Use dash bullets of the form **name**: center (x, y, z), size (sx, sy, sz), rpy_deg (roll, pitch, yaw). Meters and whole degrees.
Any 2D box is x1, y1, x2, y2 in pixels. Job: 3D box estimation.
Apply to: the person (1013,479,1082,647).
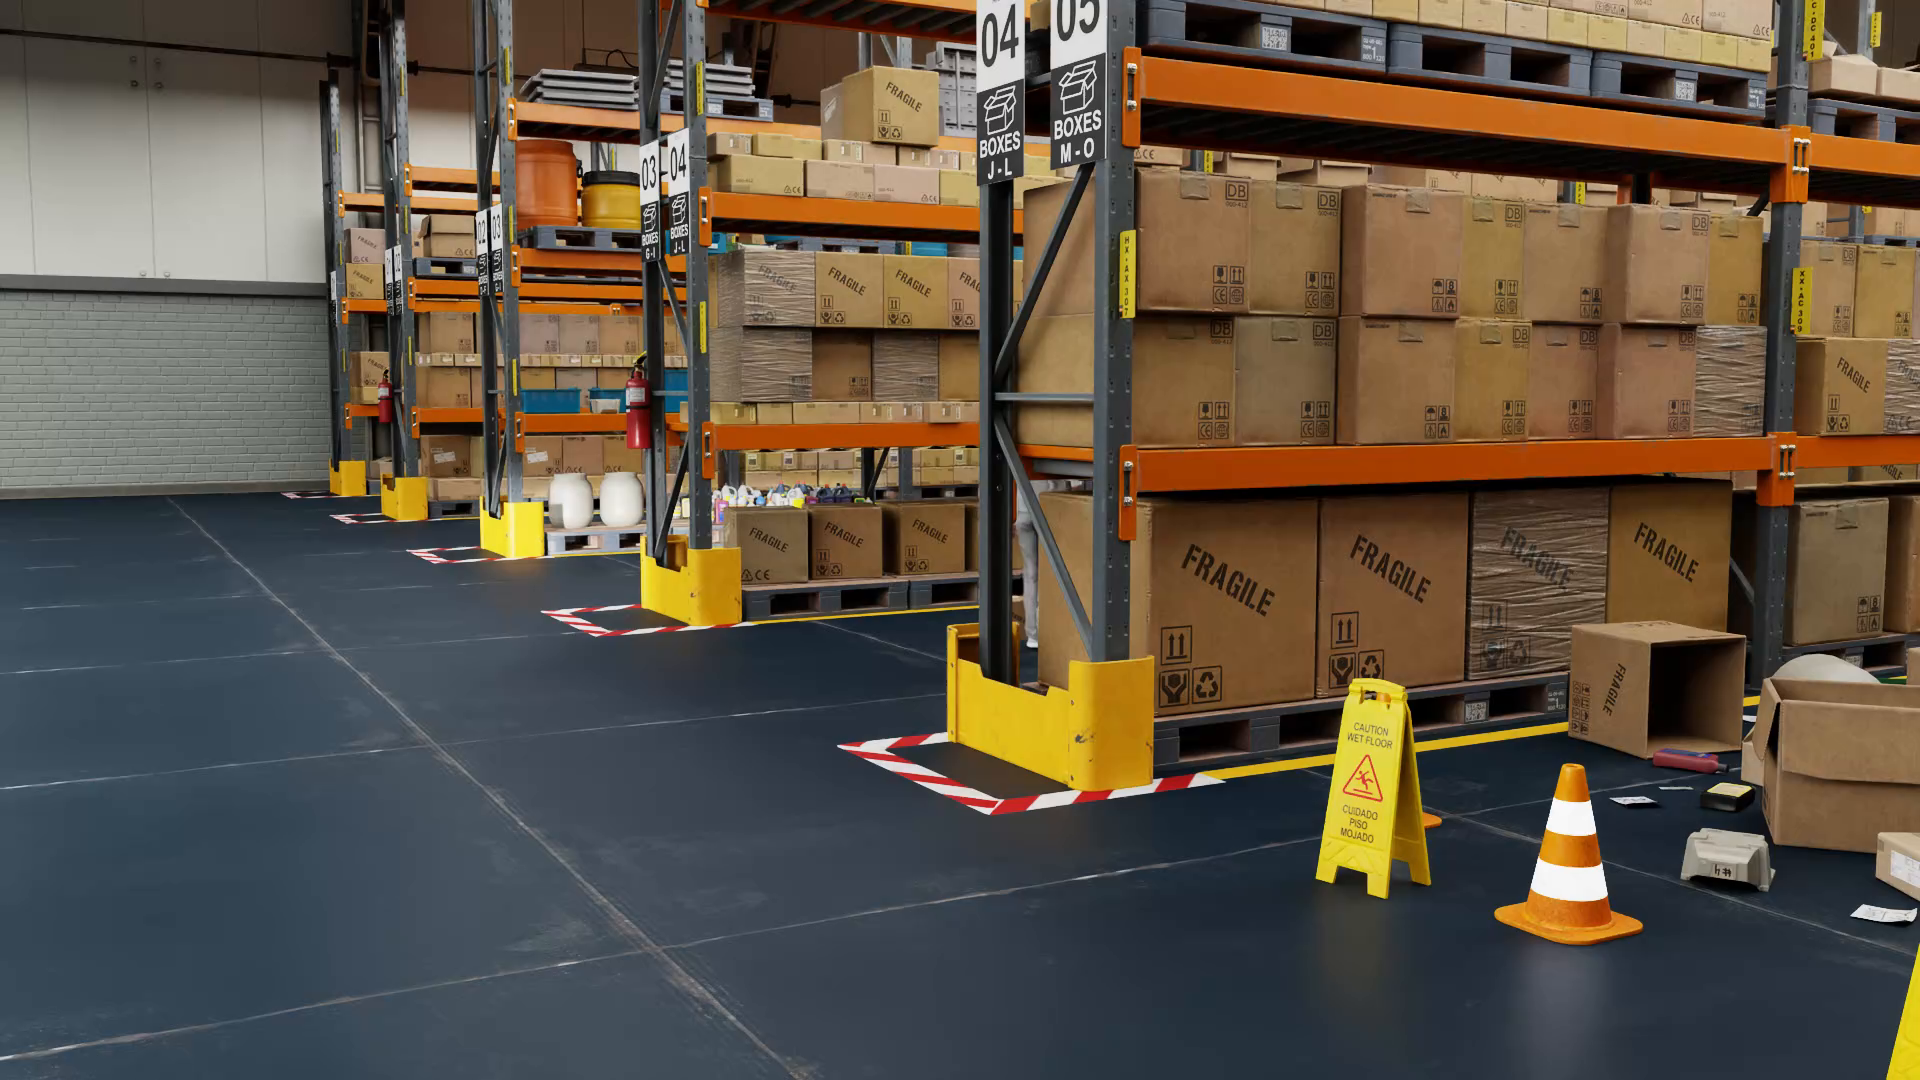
- **person**: center (0.492, -0.147, 9.668), size (0.452, 1.596, 0.549), rpy_deg (1, 5, 13)
